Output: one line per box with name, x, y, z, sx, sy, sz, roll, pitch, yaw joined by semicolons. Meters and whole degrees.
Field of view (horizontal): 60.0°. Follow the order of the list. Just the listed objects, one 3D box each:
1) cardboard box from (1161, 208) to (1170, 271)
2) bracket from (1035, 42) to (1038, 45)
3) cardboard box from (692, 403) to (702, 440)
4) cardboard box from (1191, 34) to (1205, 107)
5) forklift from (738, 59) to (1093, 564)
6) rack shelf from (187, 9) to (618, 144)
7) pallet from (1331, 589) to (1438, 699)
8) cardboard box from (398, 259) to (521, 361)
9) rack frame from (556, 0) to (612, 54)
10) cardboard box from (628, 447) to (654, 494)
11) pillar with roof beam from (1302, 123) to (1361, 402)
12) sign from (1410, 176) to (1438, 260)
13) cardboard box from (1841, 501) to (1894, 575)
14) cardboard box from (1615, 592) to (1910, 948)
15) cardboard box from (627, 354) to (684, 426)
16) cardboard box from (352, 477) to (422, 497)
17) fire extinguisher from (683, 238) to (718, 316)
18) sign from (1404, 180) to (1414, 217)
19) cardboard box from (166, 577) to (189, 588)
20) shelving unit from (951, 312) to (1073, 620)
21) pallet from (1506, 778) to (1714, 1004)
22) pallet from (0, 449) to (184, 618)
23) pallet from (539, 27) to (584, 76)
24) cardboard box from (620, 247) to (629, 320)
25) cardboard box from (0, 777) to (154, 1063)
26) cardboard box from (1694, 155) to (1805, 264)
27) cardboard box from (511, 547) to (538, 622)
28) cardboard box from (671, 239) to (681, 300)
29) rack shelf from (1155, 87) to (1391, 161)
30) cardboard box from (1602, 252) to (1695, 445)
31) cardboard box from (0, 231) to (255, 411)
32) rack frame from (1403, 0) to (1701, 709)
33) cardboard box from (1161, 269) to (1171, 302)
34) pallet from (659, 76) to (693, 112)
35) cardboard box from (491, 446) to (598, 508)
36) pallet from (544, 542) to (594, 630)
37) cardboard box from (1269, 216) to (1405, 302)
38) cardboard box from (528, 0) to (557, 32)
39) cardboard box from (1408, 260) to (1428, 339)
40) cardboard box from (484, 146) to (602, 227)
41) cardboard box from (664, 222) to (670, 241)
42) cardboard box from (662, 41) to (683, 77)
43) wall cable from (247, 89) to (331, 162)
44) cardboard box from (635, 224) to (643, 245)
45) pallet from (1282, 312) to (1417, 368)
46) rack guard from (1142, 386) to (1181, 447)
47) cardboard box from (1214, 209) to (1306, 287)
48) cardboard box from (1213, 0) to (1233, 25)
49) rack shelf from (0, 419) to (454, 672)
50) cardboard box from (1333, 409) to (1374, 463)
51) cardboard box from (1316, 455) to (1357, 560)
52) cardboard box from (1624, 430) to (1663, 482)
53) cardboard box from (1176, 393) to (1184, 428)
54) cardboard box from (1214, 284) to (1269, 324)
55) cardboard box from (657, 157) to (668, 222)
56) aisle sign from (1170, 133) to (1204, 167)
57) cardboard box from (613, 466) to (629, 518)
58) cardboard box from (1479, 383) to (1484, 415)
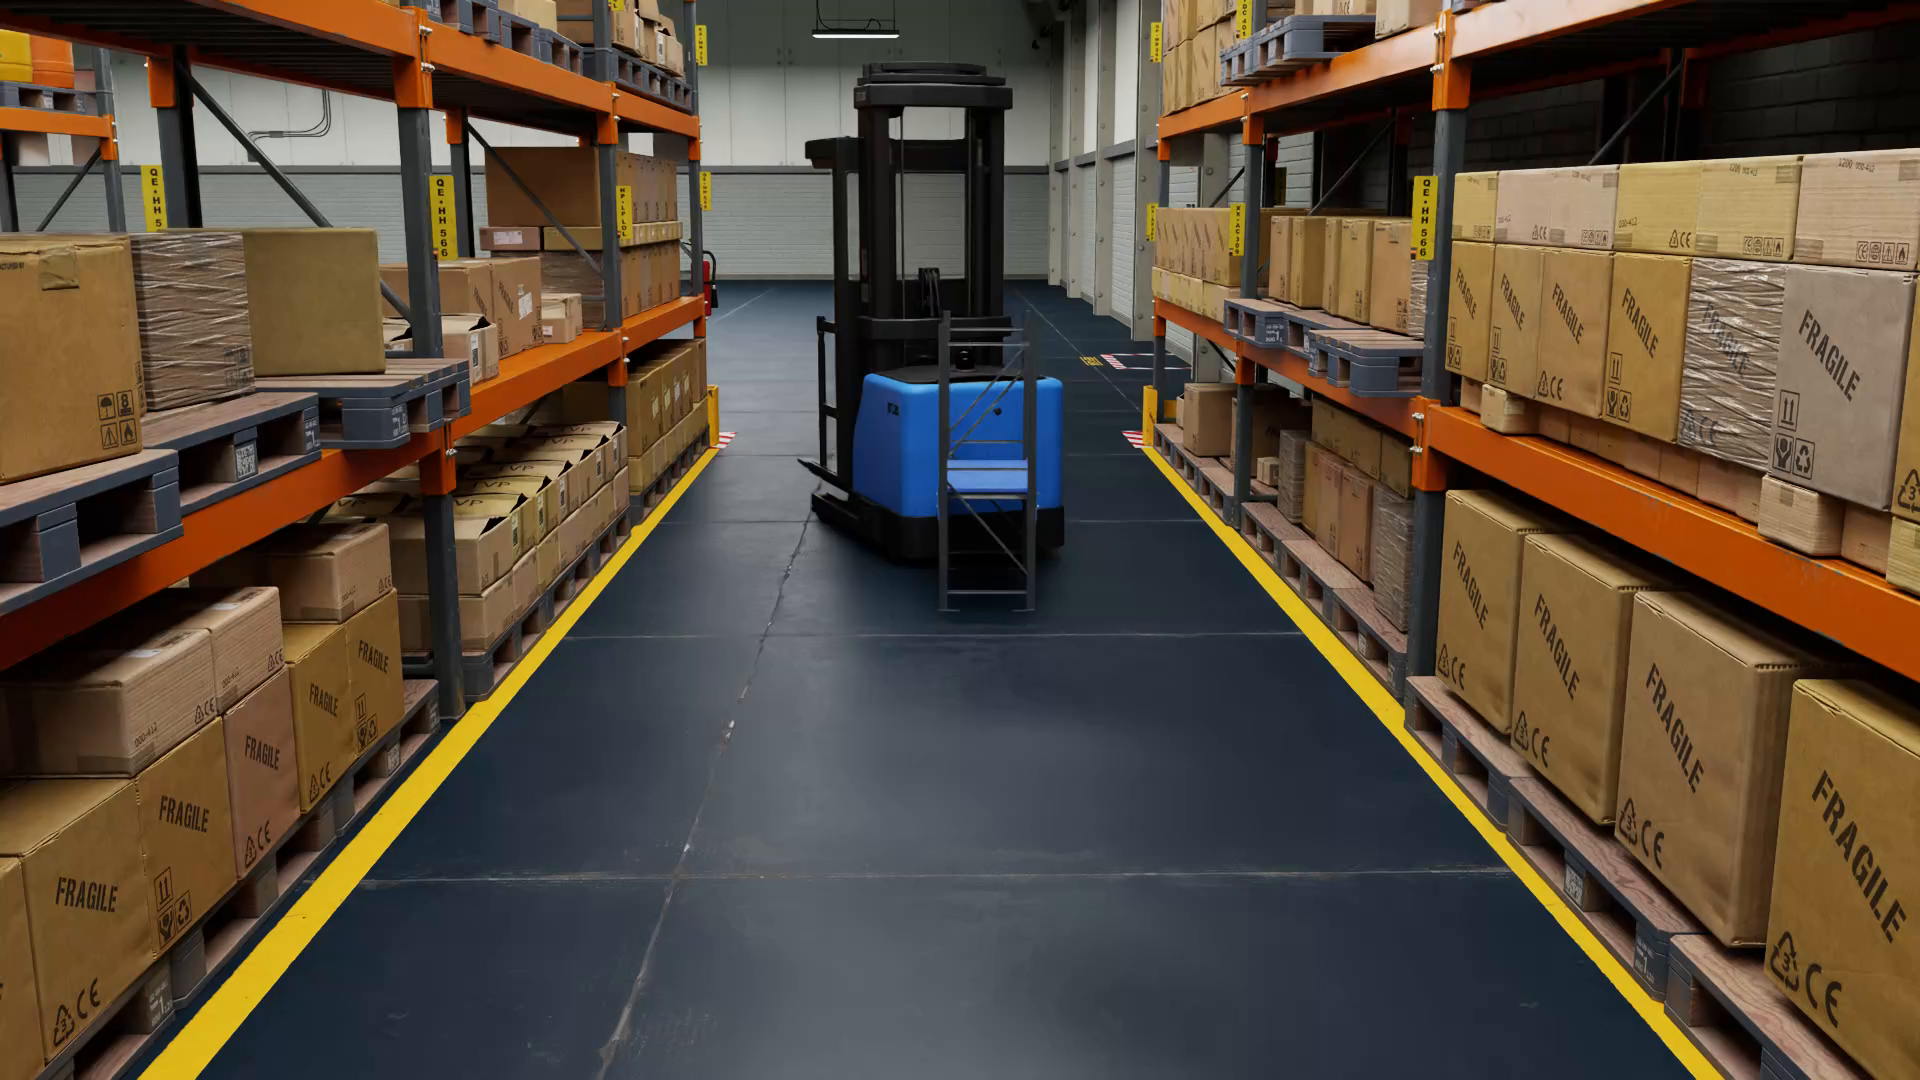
cardboard box;1.927;-2.449;13.528;0.500;0.500;0.500;0;11;-1
bracket;2.076;-13.307;44.463;0.076;0.066;3.189;0;11;-1
cardboard box;-2.407;-0.972;13.667;0.500;0.250;0.500;0;11;-1
cardboard box;1.997;-3.485;12.345;0.500;0.500;0.500;0;11;2
forklift;-0.458;-1.541;10.784;1.130;2.935;3.031;-8;14;-35
rack shelf;-2.611;-2.244;8.338;1.077;0.370;4.000;0;11;-1
pallet;2.368;0.462;7.752;1.003;0.211;1.213;0;11;-1
cardboard box;-2.632;-1.216;8.755;0.500;0.500;0.500;0;11;-1
rack frame;-2.653;-4.464;9.928;1.000;3.000;0.127;0;11;-1
cardboard box;-2.359;-0.475;11.217;0.500;0.250;0.500;0;11;-1
pillar with roof beam;-1.208;-5.127;13.196;9.100;9.000;0.400;0;11;-1
sign;1.840;-1.274;6.582;0.100;0.325;0.005;0;11;-1
cardboard box;2.186;-0.009;3.640;0.380;0.149;0.250;0;11;1
cardboard box;2.300;0.588;4.467;0.750;0.750;0.750;0;11;1
cardboard box;-2.383;-1.141;12.612;0.500;0.500;0.500;0;11;-1
cardboard box;-2.852;-0.168;8.293;0.500;0.311;0.500;0;11;-2
fire extinguisher;-2.273;-2.306;14.577;0.296;0.674;0.183;0;11;-1
sign;2.855;-2.115;10.528;0.100;0.325;0.005;0;11;-1
cardboard box;-2.846;0.373;6.358;0.500;0.500;0.500;0;11;1
shelving unit;0.296;-0.434;8.927;0.538;1.500;1.048;2;12;9
pallet;2.346;1.016;5.020;1.003;0.211;1.213;0;11;-1
pallet;-2.395;0.001;3.490;1.003;0.211;1.213;0;11;-1
pallet;-2.622;-2.725;9.382;0.805;0.209;1.217;-1;11;-3
cardboard box;-2.686;-1.766;11.466;0.700;0.500;0.500;0;11;-2
cardboard box;-2.276;0.873;3.892;0.500;0.500;0.500;0;11;0
cardboard box;2.188;-0.821;4.128;0.500;0.250;0.500;0;11;0
cardboard box;-2.299;0.208;7.849;0.500;0.250;0.500;-1;11;-3
cardboard box;-2.739;-2.275;13.976;0.700;0.500;0.500;0;11;-1
rack shelf;2.258;-3.060;12.362;1.077;0.370;4.000;0;11;-1
cardboard box;2.166;-0.550;4.677;0.500;0.500;0.500;0;11;0
cardboard box;-2.616;-0.676;5.039;0.700;0.500;0.500;2;12;10
rack frame;2.382;-0.750;6.709;1.000;3.000;0.127;0;11;-1
cardboard box;1.935;-2.075;13.568;0.500;0.250;0.500;-1;11;-3
pallet;-2.747;-3.605;13.461;1.003;0.211;1.213;0;11;-1
cardboard box;-2.333;-0.375;9.311;0.500;0.311;0.500;0;11;-1
pallet;-2.570;0.232;8.883;1.003;0.211;1.213;0;11;-1
cardboard box;2.276;-1.708;10.076;0.700;0.500;0.500;0;11;-1
cardboard box;-2.650;-3.003;9.596;0.500;0.250;0.500;1;12;5
cardboard box;2.363;-1.108;7.116;0.700;0.500;0.500;-2;12;-8
cardboard box;-2.668;-2.297;10.821;0.700;0.500;0.500;0;11;-1
cardboard box;-2.522;-2.458;13.246;0.380;0.149;0.250;0;11;0
cardboard box;-2.448;-3.762;12.982;0.500;0.250;0.500;0;11;-1
wall cable;-18.264;-13.272;44.792;2.305;6.003;0.169;0;11;-1
cardboard box;-2.495;-2.201;11.980;0.380;0.149;0.250;-1;11;-3
pallet;2.301;-1.049;8.667;1.003;0.211;1.213;0;11;-1
rack guard;2.219;-1.100;14.722;1.175;0.500;0.348;0;11;-1
cardboard box;1.981;-1.941;11.024;0.500;0.500;0.500;0;11;-1
cardboard box;1.996;-3.772;11.244;0.500;0.500;0.500;0;11;2
rack shelf;-2.529;0.022;4.717;1.077;0.370;4.000;0;11;-1
cardboard box;2.359;-0.566;9.097;0.500;0.250;0.500;-1;11;-3
cardboard box;2.363;-0.185;9.107;0.700;0.500;0.500;0;11;-1
cardboard box;2.200;-0.265;4.902;0.380;0.149;0.250;0;11;-1
cardboard box;2.141;-1.100;14.092;0.500;0.311;0.500;-2;12;-8
cardboard box;1.987;-1.574;11.100;0.500;0.250;0.500;0;11;-1
cardboard box;-2.721;-2.796;13.280;0.700;0.500;0.500;-1;11;-3
aisle sign;1.916;-3.627;14.354;0.394;0.787;0.004;0;11;-1
cardboard box;-2.354;-0.301;10.356;0.500;0.250;0.500;0;11;-2
cardboard box;2.154;-0.520;6.158;0.380;0.149;0.250;0;11;0
